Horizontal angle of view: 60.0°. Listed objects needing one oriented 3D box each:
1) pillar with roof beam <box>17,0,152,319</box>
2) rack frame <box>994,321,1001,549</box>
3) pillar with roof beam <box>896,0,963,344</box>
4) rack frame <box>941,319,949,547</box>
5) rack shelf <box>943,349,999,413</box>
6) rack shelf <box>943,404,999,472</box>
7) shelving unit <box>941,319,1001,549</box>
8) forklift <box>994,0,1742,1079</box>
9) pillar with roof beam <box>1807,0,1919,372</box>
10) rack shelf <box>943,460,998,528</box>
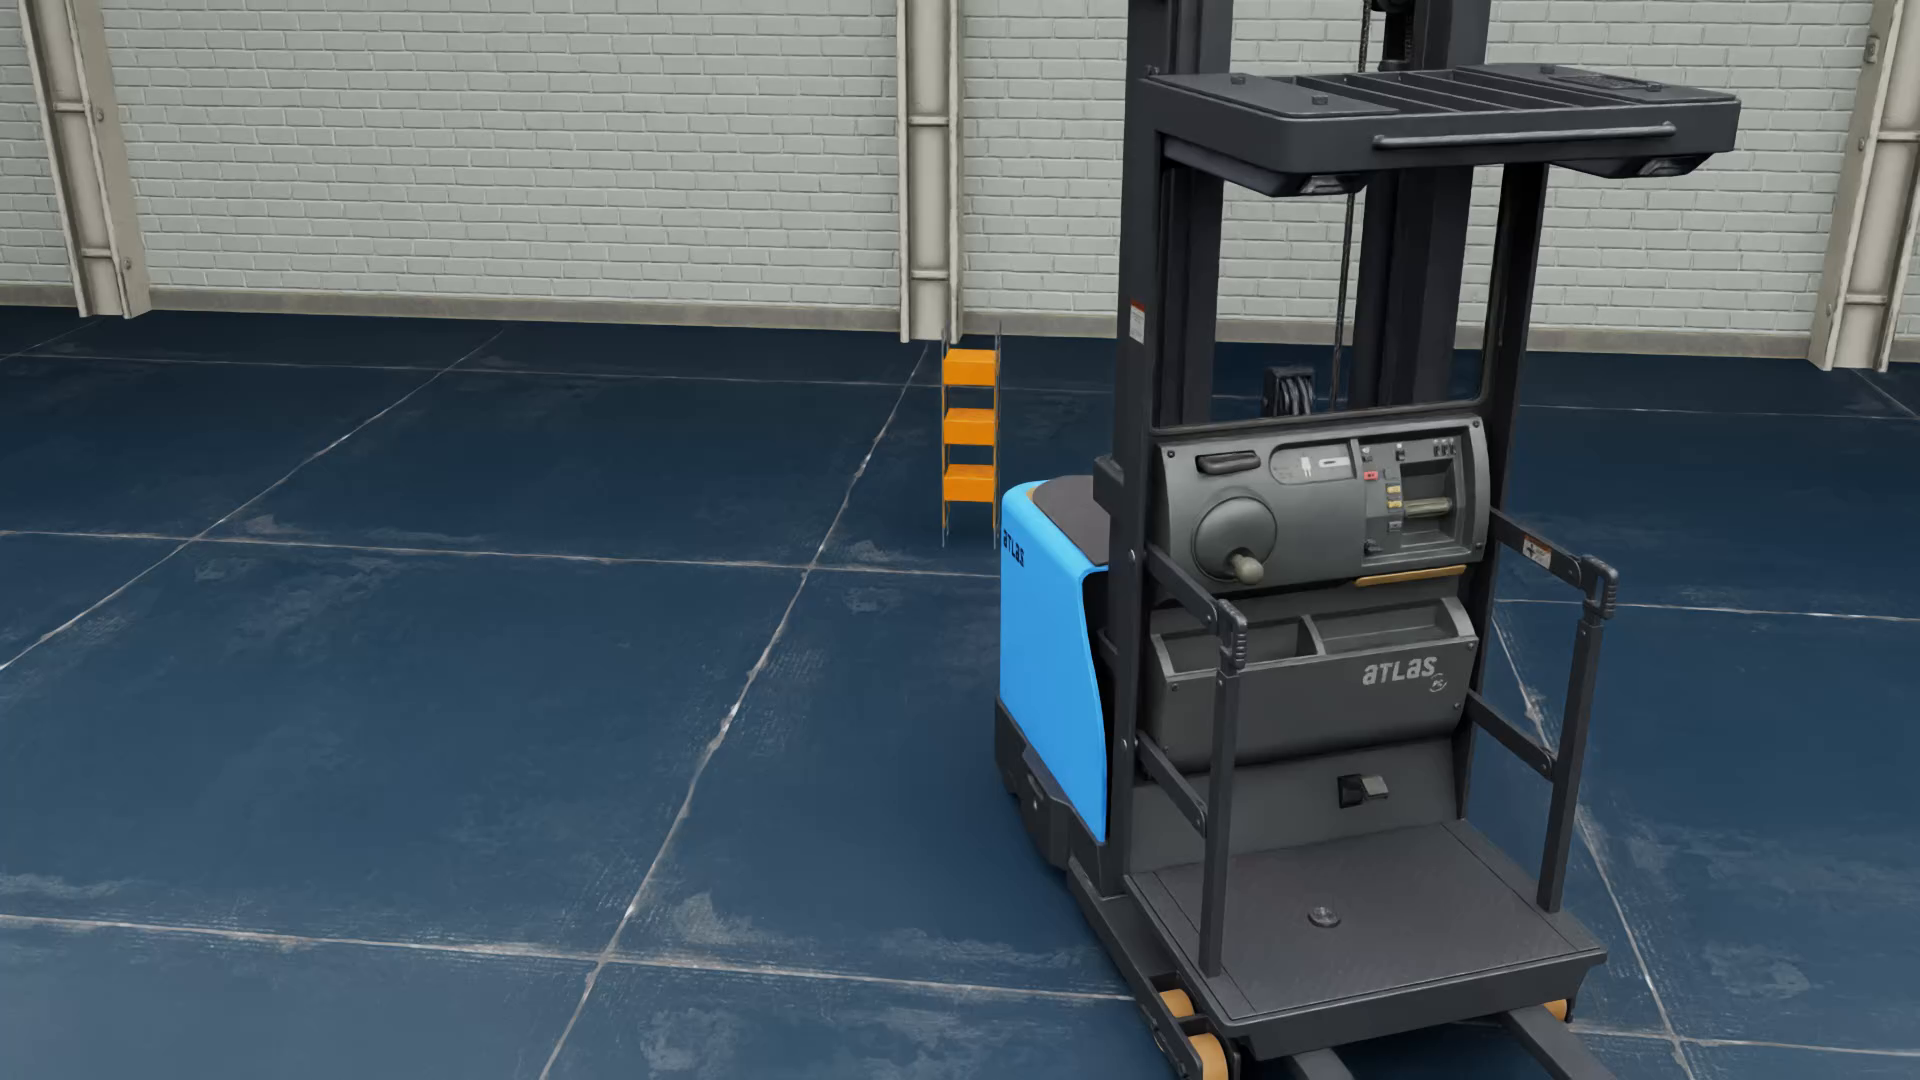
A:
[{"bbox_3d":[-6.658,-4.272,6.506,0.400,9.000,9.100,2,22,6],"label":"pillar with roof beam"},{"bbox_3d":[0.174,-0.481,7.728,0.008,1.050,0.200,2,22,6],"label":"rack frame"},{"bbox_3d":[-0.700,-4.013,5.850,0.400,9.000,9.100,2,22,6],"label":"pillar with roof beam"},{"bbox_3d":[-0.068,-0.491,7.754,0.008,1.050,0.200,2,22,6],"label":"rack frame"},{"bbox_3d":[0.053,-0.740,7.641,0.240,0.259,0.215,2,22,6],"label":"rack shelf"},{"bbox_3d":[0.053,-0.476,7.745,0.240,0.259,0.215,2,22,6],"label":"rack shelf"},{"bbox_3d":[0.053,-0.486,7.741,0.252,1.050,0.215,2,22,6],"label":"shelving unit"},{"bbox_3d":[1.027,-0.083,4.163,1.130,2.935,3.031,-6,22,-15],"label":"forklift"},{"bbox_3d":[5.259,-3.753,5.193,0.400,9.000,9.100,2,22,6],"label":"pillar with roof beam"},{"bbox_3d":[0.053,-0.218,7.847,0.240,0.259,0.215,2,22,6],"label":"rack shelf"}]
